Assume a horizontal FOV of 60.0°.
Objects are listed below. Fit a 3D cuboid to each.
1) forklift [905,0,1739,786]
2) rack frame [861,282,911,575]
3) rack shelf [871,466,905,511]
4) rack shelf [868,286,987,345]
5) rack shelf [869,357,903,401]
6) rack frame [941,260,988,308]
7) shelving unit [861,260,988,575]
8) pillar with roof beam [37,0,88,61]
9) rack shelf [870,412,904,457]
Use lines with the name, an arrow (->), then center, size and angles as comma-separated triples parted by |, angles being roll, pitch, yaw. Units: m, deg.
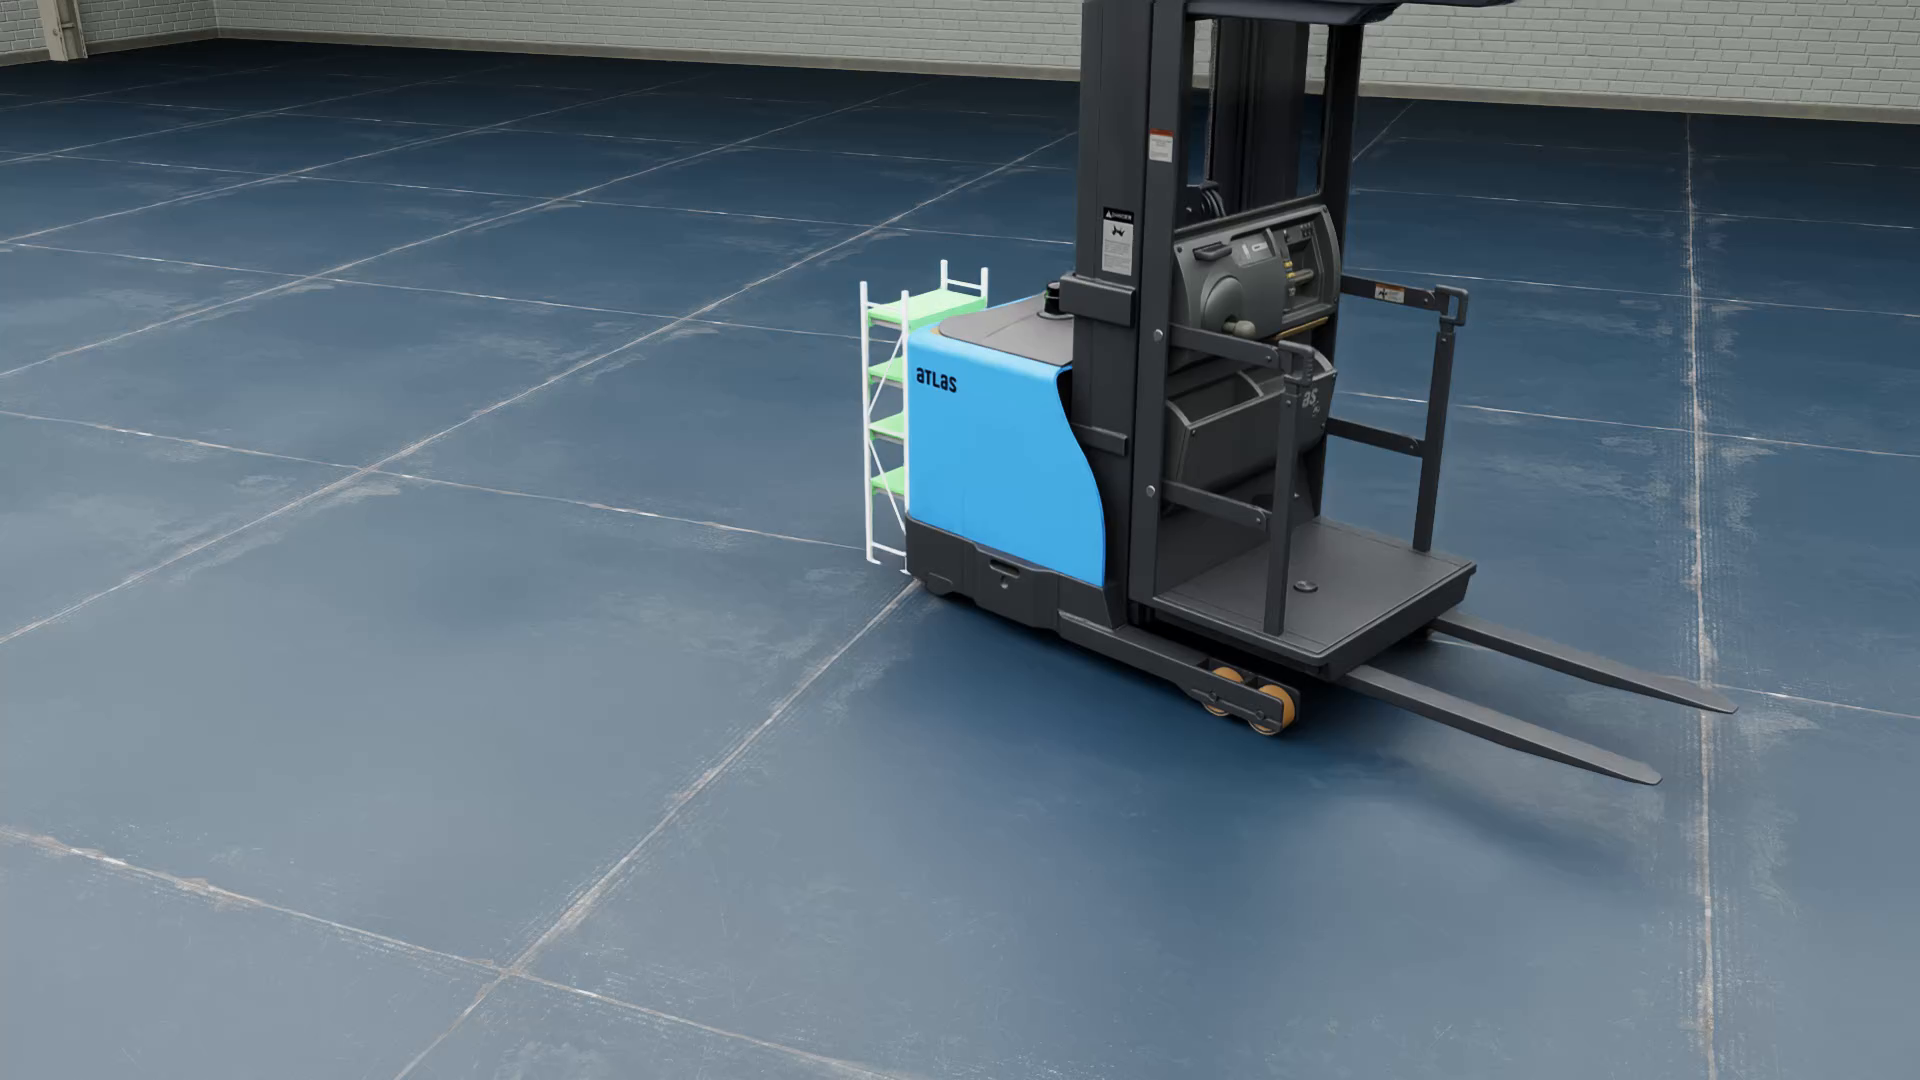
forklift -> 1.195, -0.915, 5.639 | 3.031, 2.935, 1.130 | 20, 30, 39
rack frame -> -0.297, -0.439, 6.744 | 0.240, 1.200, 0.015 | 18, 29, 36
rack shelf -> -0.140, -0.230, 7.033 | 0.258, 0.148, 0.480 | 18, 29, 36
rack shelf -> -0.140, -0.895, 6.755 | 0.258, 0.148, 0.480 | 18, 29, 36
rack shelf -> -0.140, -0.673, 6.848 | 0.258, 0.148, 0.480 | 18, 29, 36
rack frame -> 0.017, -0.583, 7.088 | 0.240, 1.200, 0.015 | 18, 29, 36
shelving unit -> -0.140, -0.511, 6.916 | 0.258, 1.200, 0.503 | 18, 29, 36
pillar with roof beam -> -8.652, -10.365, 20.389 | 9.100, 9.000, 0.400 | 9, 24, 20
rack shelf -> -0.140, -0.452, 6.940 | 0.258, 0.148, 0.480 | 18, 29, 36
